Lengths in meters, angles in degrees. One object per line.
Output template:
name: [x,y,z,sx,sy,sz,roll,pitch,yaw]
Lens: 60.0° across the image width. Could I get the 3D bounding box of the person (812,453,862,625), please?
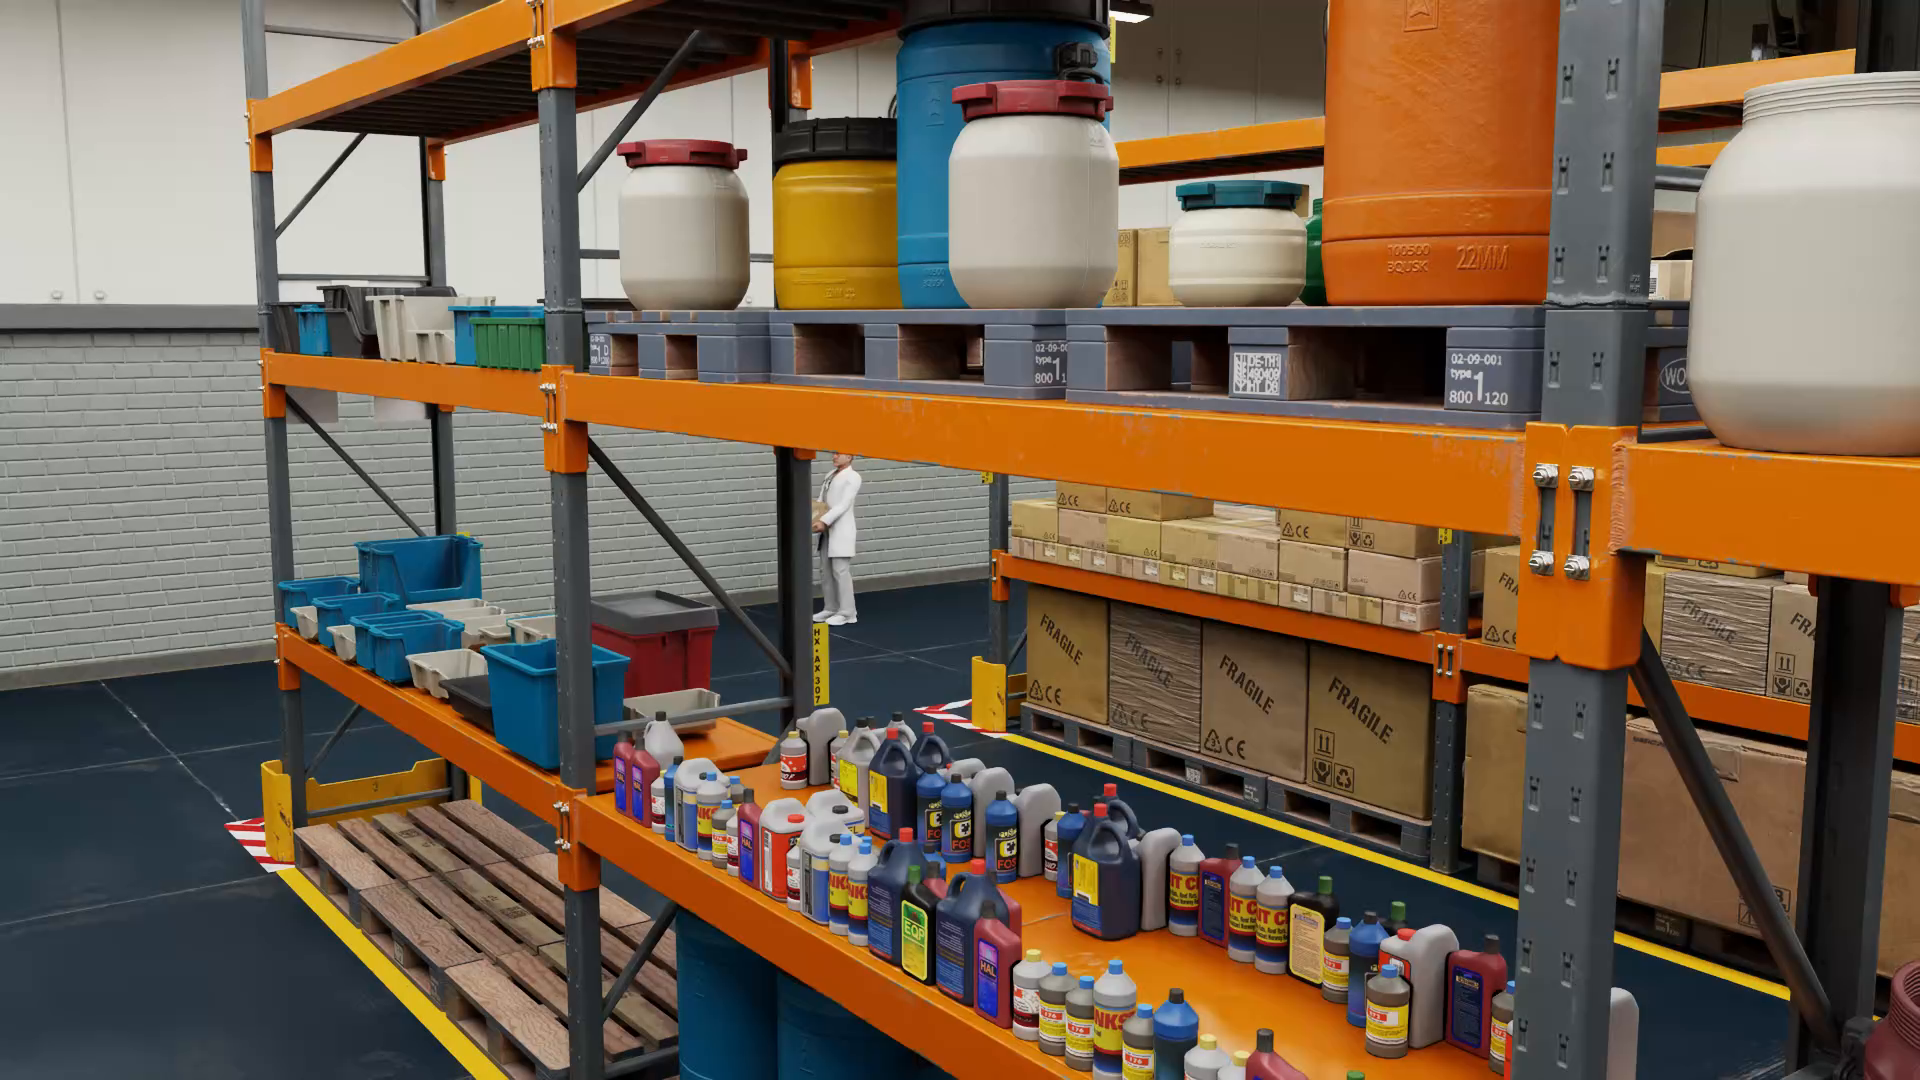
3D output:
person: [-1.286,-0.012,16.311,0.563,1.678,0.530,-5,9,-35]
